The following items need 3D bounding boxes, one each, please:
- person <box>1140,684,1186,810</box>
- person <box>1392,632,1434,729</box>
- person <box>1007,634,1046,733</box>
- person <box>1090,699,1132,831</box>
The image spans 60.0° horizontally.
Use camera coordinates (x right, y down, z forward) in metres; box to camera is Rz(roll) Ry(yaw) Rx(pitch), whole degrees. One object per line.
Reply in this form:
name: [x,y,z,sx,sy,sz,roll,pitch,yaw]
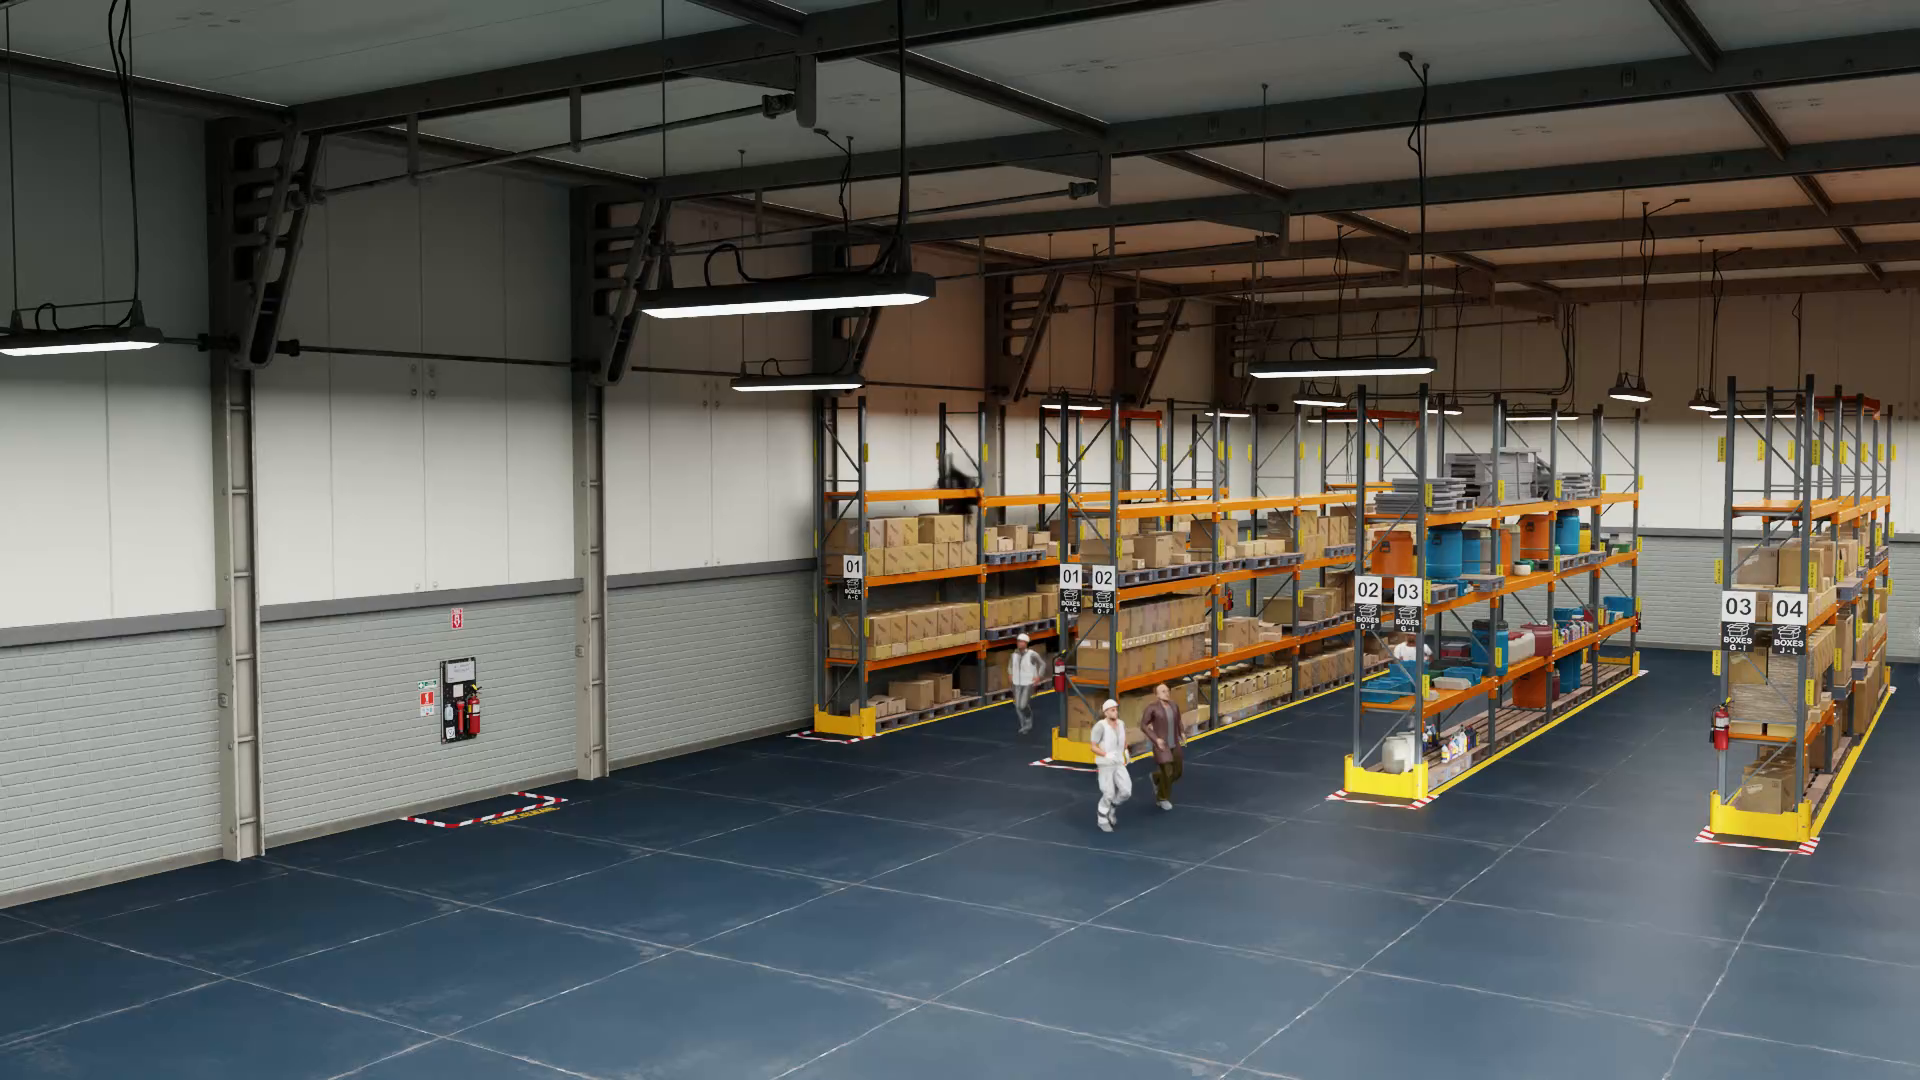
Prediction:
person: [2.866,2.906,23.531,0.715,1.746,0.623,-2,3,-29]
person: [8.276,2.512,30.496,0.676,1.825,0.791,2,4,34]
person: [1.095,2.491,28.771,0.672,1.731,0.552,2,3,29]
person: [2.040,2.973,21.940,0.693,1.748,0.594,-2,4,-31]
